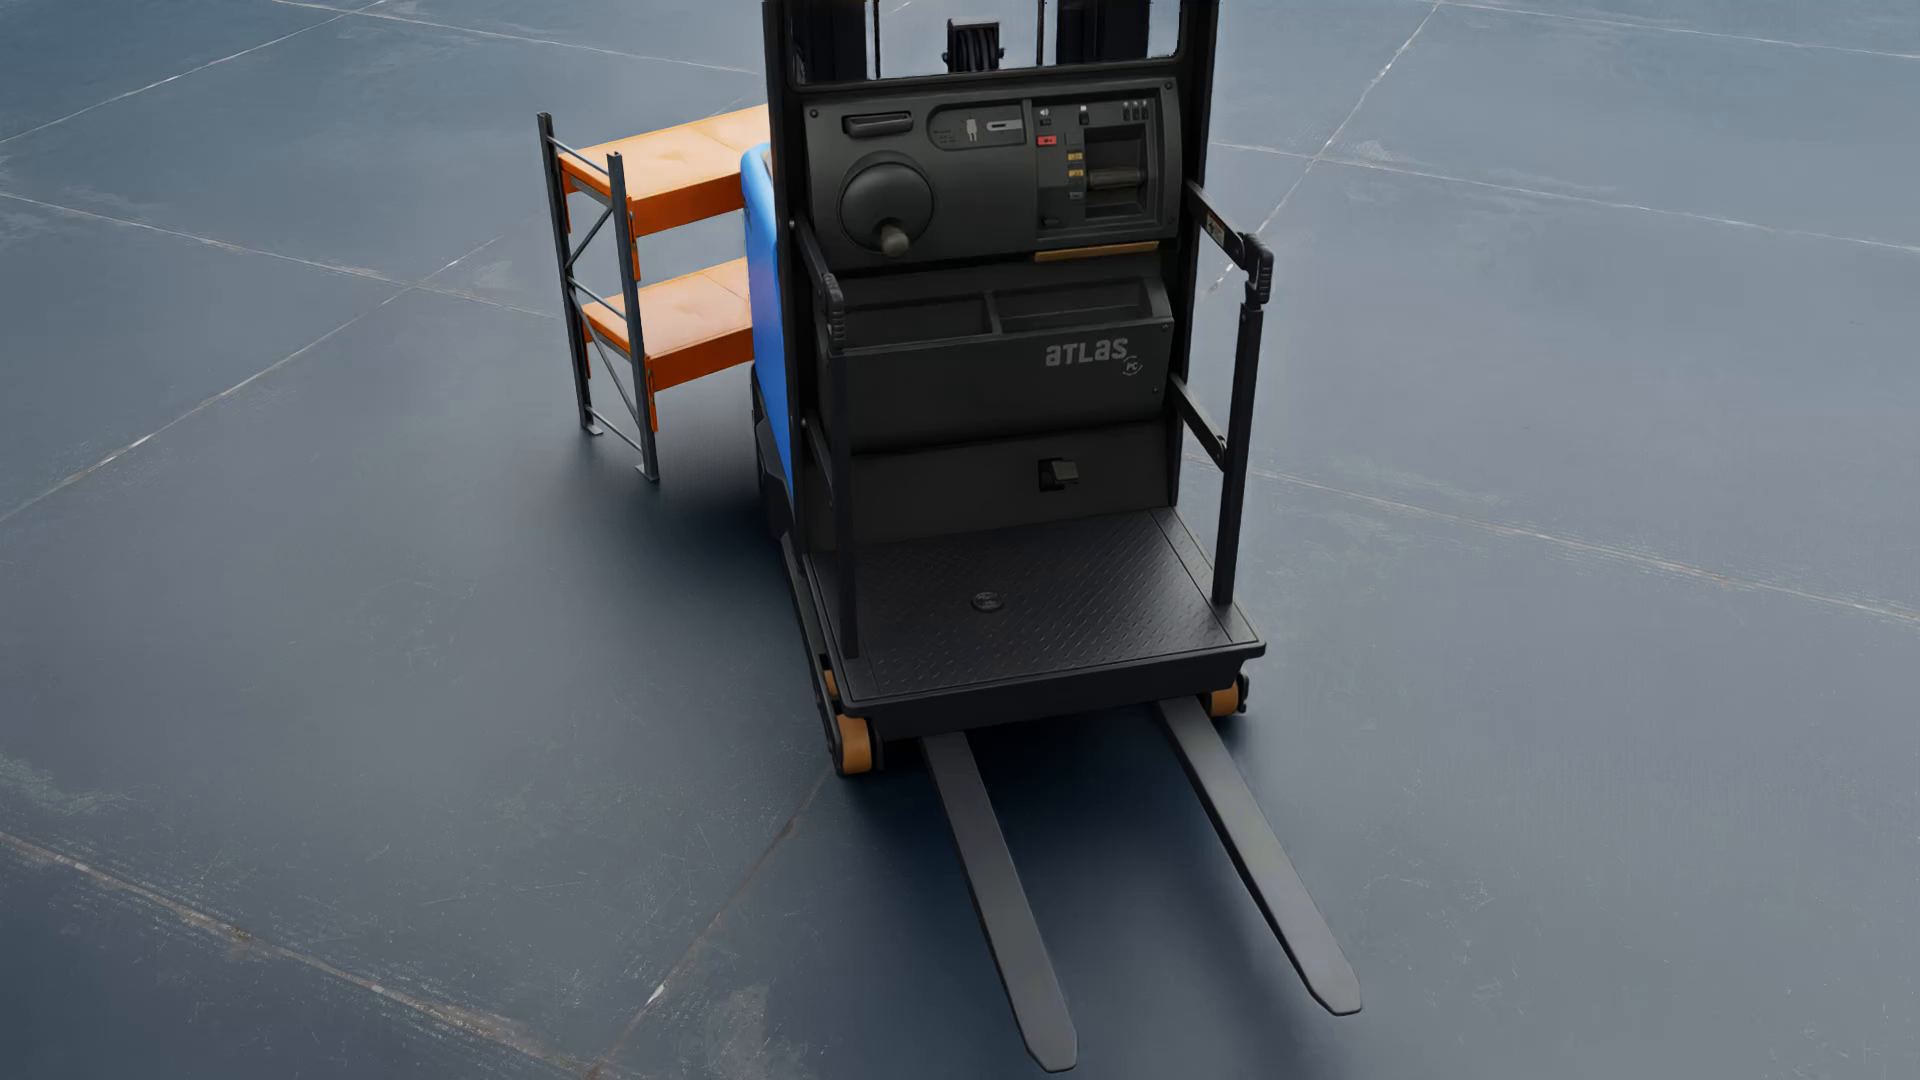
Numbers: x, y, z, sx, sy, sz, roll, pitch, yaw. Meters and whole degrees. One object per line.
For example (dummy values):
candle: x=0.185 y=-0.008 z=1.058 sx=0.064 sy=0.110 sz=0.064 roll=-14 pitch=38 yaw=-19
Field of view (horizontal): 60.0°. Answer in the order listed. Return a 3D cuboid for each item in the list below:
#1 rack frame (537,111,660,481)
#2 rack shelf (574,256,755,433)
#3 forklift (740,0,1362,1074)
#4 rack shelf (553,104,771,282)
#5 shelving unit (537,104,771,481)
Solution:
rack frame: x=-1.173 y=-0.779 z=5.413 sx=0.032 sy=1.125 sz=0.500 roll=-24 pitch=40 yaw=-31
rack shelf: x=-0.776 y=-0.749 z=5.812 sx=1.000 sy=0.278 sz=0.538 roll=-24 pitch=40 yaw=-31
forklift: x=0.142 y=-0.847 z=3.869 sx=1.130 sy=2.935 sz=3.031 roll=-7 pitch=34 yaw=-11
rack shelf: x=-0.776 y=-1.198 z=5.517 sx=1.000 sy=0.278 sz=0.538 roll=-24 pitch=40 yaw=-31
shelving unit: x=-0.776 y=-0.953 z=5.678 sx=1.048 sy=1.125 sz=0.538 roll=-24 pitch=40 yaw=-31
